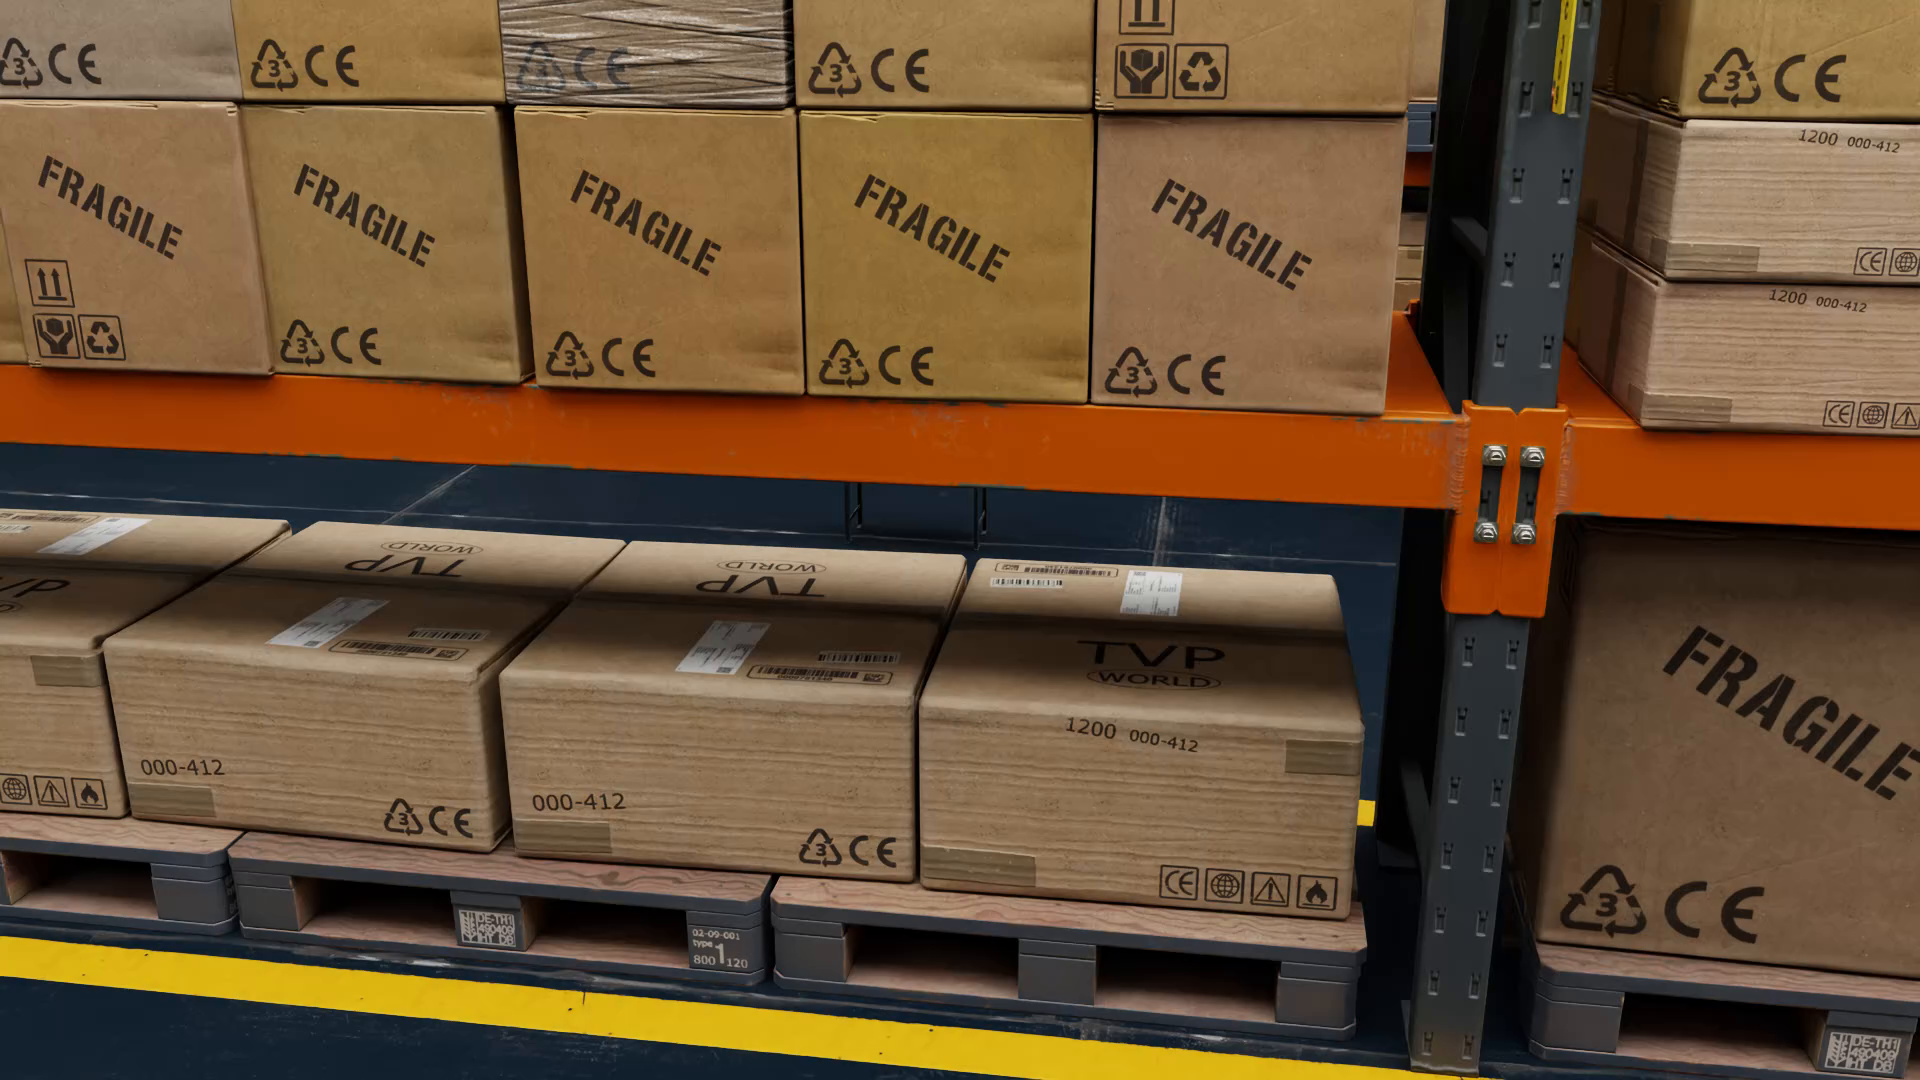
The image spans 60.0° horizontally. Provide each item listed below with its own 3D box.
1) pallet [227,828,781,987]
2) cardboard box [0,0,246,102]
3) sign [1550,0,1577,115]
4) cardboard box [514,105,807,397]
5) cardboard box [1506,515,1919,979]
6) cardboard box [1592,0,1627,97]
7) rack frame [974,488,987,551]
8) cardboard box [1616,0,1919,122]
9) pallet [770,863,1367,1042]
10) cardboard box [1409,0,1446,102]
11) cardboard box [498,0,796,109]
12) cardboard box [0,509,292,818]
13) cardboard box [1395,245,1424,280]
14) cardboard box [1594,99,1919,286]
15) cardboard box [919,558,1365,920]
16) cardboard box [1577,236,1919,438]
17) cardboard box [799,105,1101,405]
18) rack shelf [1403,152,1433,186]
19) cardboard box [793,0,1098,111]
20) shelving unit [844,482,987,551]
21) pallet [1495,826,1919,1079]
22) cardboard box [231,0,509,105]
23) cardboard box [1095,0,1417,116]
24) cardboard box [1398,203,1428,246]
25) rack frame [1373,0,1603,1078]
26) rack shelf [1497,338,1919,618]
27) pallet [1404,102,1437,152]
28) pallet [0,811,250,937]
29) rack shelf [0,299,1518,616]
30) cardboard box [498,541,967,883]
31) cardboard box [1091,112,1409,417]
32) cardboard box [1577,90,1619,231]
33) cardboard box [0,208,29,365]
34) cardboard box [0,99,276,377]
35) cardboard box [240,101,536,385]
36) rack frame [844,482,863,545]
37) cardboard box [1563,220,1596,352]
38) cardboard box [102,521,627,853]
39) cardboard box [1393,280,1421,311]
[{"bbox_3d":[-0.932,0.654,4.016,1.213,0.211,1.003,3,19,9],"label":"pallet"},{"bbox_3d":[-1.485,-1.107,3.151,0.500,0.500,0.500,3,19,8],"label":"cardboard box"},{"bbox_3d":[0.928,-0.819,2.535,0.005,0.325,0.100,3,19,9],"label":"sign"},{"bbox_3d":[-0.491,-0.581,3.153,0.500,0.500,0.500,3,19,8],"label":"cardboard box"},{"bbox_3d":[1.640,0.270,3.457,0.875,0.875,0.875,4,19,10],"label":"cardboard box"},{"bbox_3d":[1.496,-1.123,3.198,0.500,0.500,0.500,4,19,10],"label":"cardboard box"},{"bbox_3d":[0.077,-0.565,6.101,0.015,1.200,0.240,3,19,9],"label":"rack frame"},{"bbox_3d":[1.404,-0.954,2.695,0.500,0.500,0.500,3,19,9],"label":"cardboard box"},{"bbox_3d":[0.276,0.715,3.835,1.213,0.211,1.003,3,19,9],"label":"pallet"},{"bbox_3d":[2.241,-2.252,7.488,0.500,0.500,0.700,3,19,10],"label":"cardboard box"},{"bbox_3d":[-0.499,-1.055,2.994,0.500,0.500,0.500,3,19,9],"label":"cardboard box"},{"bbox_3d":[-2.267,0.272,4.140,0.875,0.438,0.875,2,19,7],"label":"cardboard box"},{"bbox_3d":[2.110,-1.320,7.777,0.250,0.149,0.380,4,19,11],"label":"cardboard box"},{"bbox_3d":[1.404,-0.600,2.819,0.500,0.250,0.500,2,19,7],"label":"cardboard box"},{"bbox_3d":[0.412,0.406,3.739,0.875,0.438,0.875,3,19,8],"label":"cardboard box"},{"bbox_3d":[1.407,-0.369,2.915,0.500,0.250,0.500,2,19,7],"label":"cardboard box"},{"bbox_3d":[0.007,-0.560,3.091,0.500,0.500,0.500,2,19,7],"label":"cardboard box"},{"bbox_3d":[3.773,-1.658,7.666,4.000,0.370,1.077,3,19,9],"label":"rack shelf"},{"bbox_3d":[0.005,-1.032,2.926,0.500,0.500,0.500,3,19,8],"label":"cardboard box"},{"bbox_3d":[-0.163,-0.577,6.138,0.503,1.200,0.258,3,19,9],"label":"shelving unit"},{"bbox_3d":[1.789,0.793,3.601,1.213,0.211,1.003,3,19,9],"label":"pallet"},{"bbox_3d":[-0.992,-1.082,3.077,0.500,0.500,0.500,3,19,9],"label":"cardboard box"},{"bbox_3d":[0.505,-1.004,2.842,0.500,0.500,0.500,3,19,8],"label":"cardboard box"},{"bbox_3d":[2.120,-1.480,7.786,0.250,0.149,0.380,3,19,8],"label":"cardboard box"},{"bbox_3d":[1.015,-0.545,3.204,0.127,3.000,1.000,3,19,9],"label":"rack frame"},{"bbox_3d":[2.989,-0.103,3.018,4.000,0.370,1.077,3,19,9],"label":"rack shelf"},{"bbox_3d":[2.570,-1.935,7.661,1.213,0.211,1.003,3,19,9],"label":"pallet"},{"bbox_3d":[-2.133,0.592,4.202,1.213,0.211,1.003,3,19,9],"label":"pallet"},{"bbox_3d":[-0.960,-0.304,3.619,4.000,0.370,1.077,3,19,9],"label":"rack shelf"},{"bbox_3d":[-0.472,0.361,3.873,0.875,0.438,0.875,2,19,7],"label":"cardboard box"},{"bbox_3d":[0.516,-0.536,3.019,0.500,0.500,0.500,3,19,9],"label":"cardboard box"},{"bbox_3d":[1.489,-0.765,3.310,0.500,0.250,0.500,3,19,9],"label":"cardboard box"},{"bbox_3d":[-2.002,-0.663,3.399,0.500,0.500,0.500,3,19,8],"label":"cardboard box"},{"bbox_3d":[-1.503,-0.632,3.306,0.500,0.500,0.500,3,19,8],"label":"cardboard box"},{"bbox_3d":[-1.006,-0.612,3.246,0.500,0.500,0.500,4,19,10],"label":"cardboard box"},{"bbox_3d":[-0.404,-0.590,6.174,0.015,1.200,0.240,3,19,9],"label":"rack frame"},{"bbox_3d":[1.498,-0.530,3.397,0.500,0.250,0.500,2,19,7],"label":"cardboard box"},{"bbox_3d":[-1.362,0.315,4.011,0.875,0.438,0.875,3,19,10],"label":"cardboard box"},{"bbox_3d":[2.240,-1.019,7.899,0.500,0.500,0.500,4,19,11],"label":"cardboard box"}]
